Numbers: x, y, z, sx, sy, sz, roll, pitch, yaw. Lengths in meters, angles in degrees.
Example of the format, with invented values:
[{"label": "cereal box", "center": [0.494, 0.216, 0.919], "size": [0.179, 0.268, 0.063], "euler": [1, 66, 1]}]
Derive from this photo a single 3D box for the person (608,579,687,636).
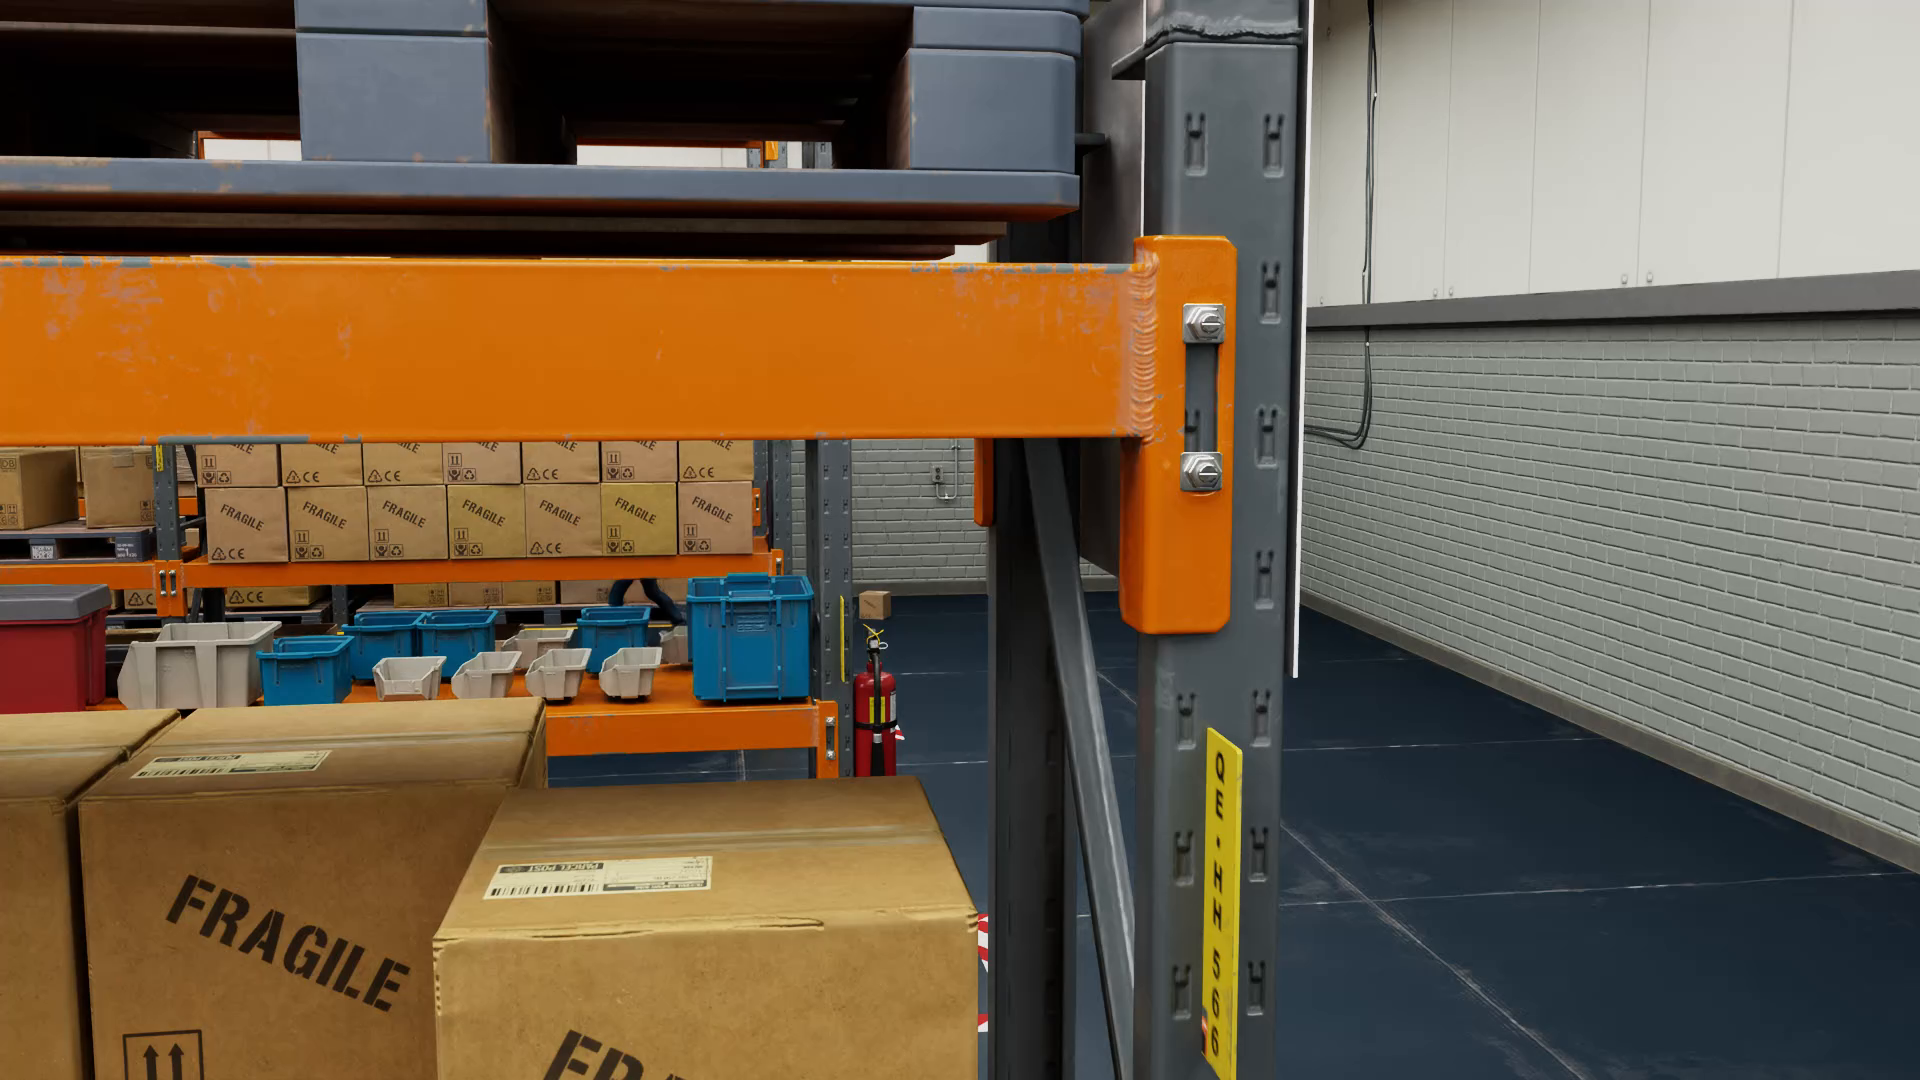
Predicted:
[{"label": "person", "center": [-2.974, 0.161, 15.107], "size": [0.989, 1.530, 0.446], "euler": [-1, 7, -7]}]
